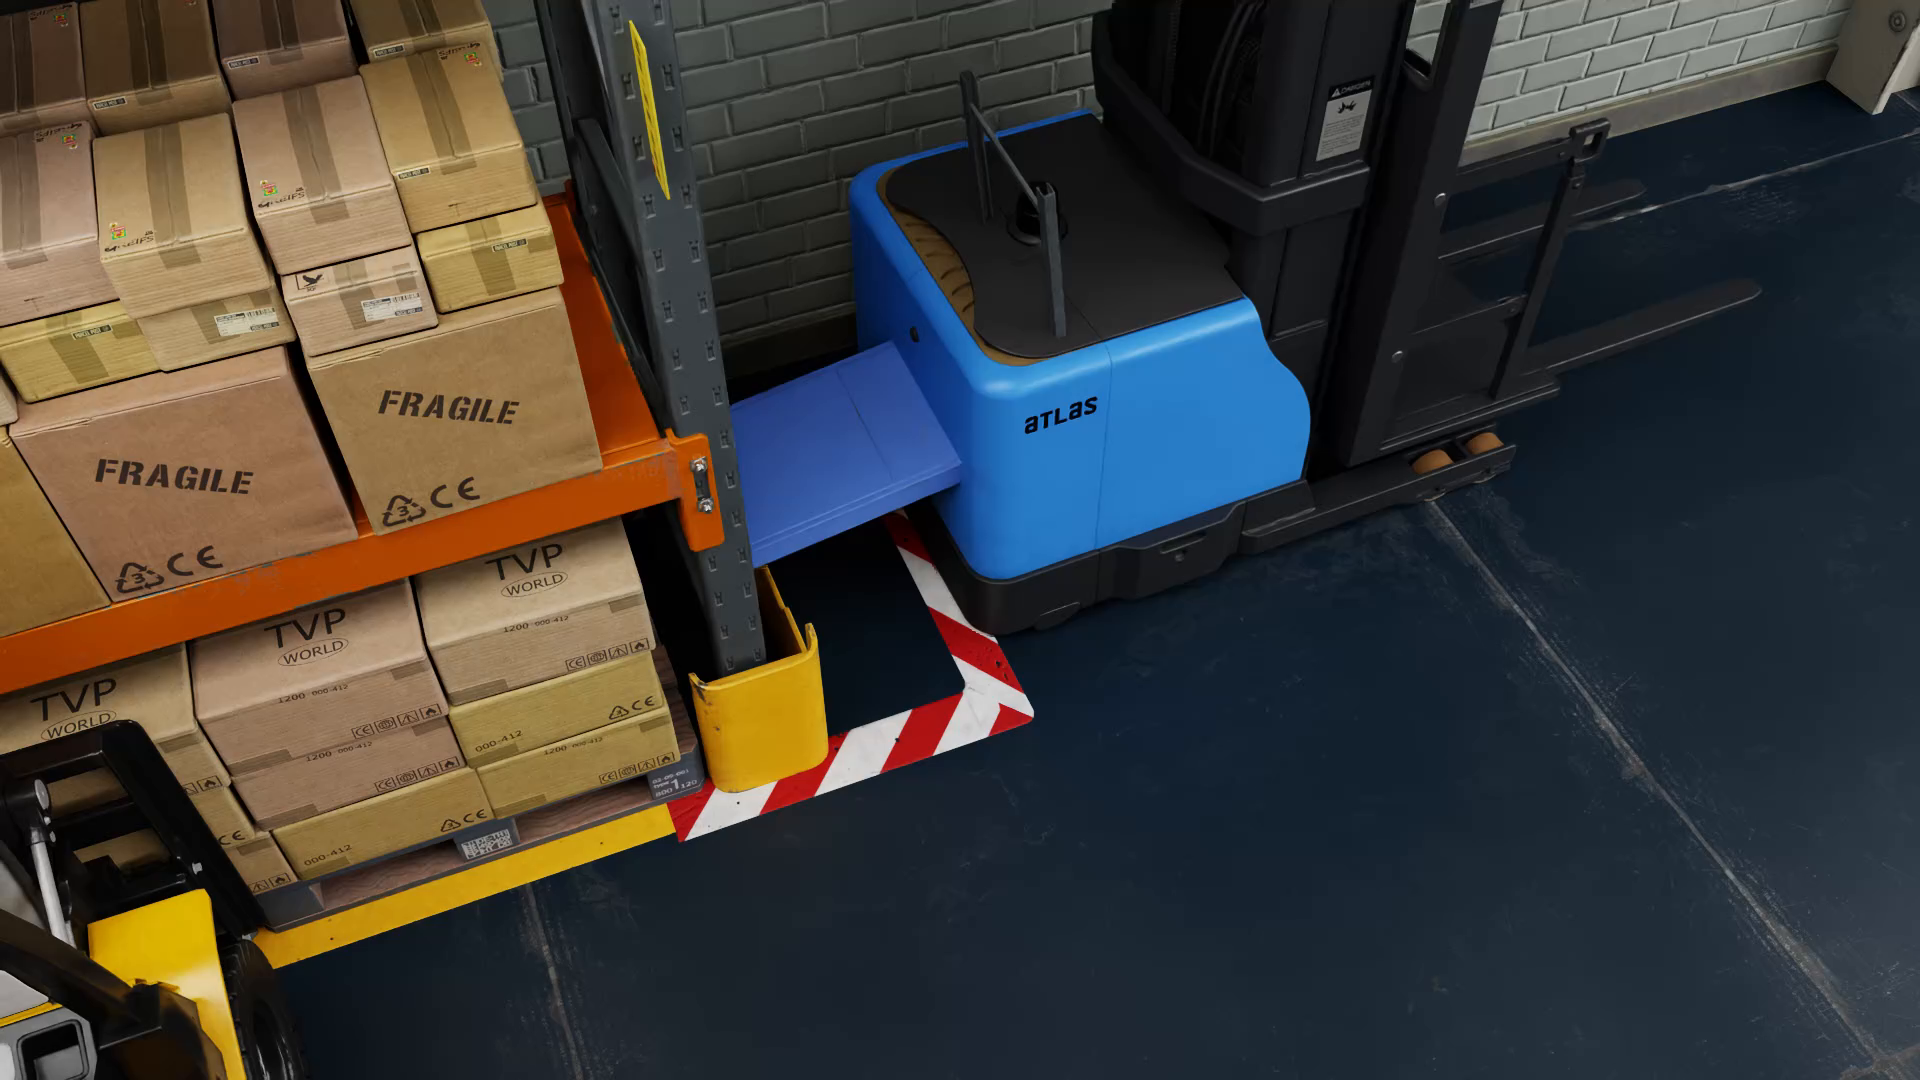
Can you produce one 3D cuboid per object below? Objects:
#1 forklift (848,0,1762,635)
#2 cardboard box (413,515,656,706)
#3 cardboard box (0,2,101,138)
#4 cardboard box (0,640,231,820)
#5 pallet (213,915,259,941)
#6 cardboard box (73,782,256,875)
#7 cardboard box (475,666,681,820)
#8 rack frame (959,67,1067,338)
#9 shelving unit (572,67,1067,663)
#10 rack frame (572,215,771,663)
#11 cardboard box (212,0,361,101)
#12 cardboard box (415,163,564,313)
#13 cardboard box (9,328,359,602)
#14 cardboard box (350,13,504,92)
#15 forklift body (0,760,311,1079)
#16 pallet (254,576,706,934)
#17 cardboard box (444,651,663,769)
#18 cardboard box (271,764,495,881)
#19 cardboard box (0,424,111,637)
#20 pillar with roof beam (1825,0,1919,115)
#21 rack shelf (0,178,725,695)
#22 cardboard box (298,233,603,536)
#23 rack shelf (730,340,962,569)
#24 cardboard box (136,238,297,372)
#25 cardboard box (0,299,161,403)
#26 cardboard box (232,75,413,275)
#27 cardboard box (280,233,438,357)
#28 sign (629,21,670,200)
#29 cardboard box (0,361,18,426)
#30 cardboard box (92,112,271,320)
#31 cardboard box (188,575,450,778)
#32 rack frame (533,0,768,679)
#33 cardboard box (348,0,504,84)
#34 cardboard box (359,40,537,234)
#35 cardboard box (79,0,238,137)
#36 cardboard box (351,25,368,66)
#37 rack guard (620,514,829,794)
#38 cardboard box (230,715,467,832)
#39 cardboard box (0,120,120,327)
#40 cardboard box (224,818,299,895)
[{"bbox_3d":[1.230,-1.430,4.546,3.031,2.935,1.130,-19,52,-15],"label":"forklift"},{"bbox_3d":[-1.064,0.077,4.083,0.500,0.250,0.500,-16,51,-13],"label":"cardboard box"},{"bbox_3d":[-1.876,-0.904,3.360,0.250,0.149,0.380,-17,51,-14],"label":"cardboard box"},{"bbox_3d":[-1.998,0.379,3.823,0.500,0.250,0.500,-17,51,-14],"label":"cardboard box"},{"bbox_3d":[-2.576,0.797,4.426,1.213,0.211,1.003,-17,52,-14],"label":"pallet"},{"bbox_3d":[-2.027,0.547,4.009,0.500,0.250,0.500,-18,52,-15],"label":"cardboard box"},{"bbox_3d":[-1.071,0.408,4.458,0.500,0.250,0.500,-17,51,-14],"label":"cardboard box"},{"bbox_3d":[0.188,-0.572,4.614,0.032,1.500,0.500,-23,57,-8],"label":"rack frame"},{"bbox_3d":[-0.275,-0.375,4.543,1.048,1.500,0.538,-23,57,-8],"label":"shelving unit"},{"bbox_3d":[-0.738,-0.178,4.471,0.032,1.500,0.500,-23,57,-8],"label":"rack frame"},{"bbox_3d":[-1.417,-1.069,3.502,0.250,0.149,0.380,-16,51,-13],"label":"cardboard box"},{"bbox_3d":[-0.971,-0.655,3.342,0.250,0.149,0.380,-17,51,-14],"label":"cardboard box"},{"bbox_3d":[-1.596,-0.272,3.440,0.500,0.500,0.500,-16,51,-13],"label":"cardboard box"},{"bbox_3d":[-1.168,-1.036,3.669,0.250,0.149,0.380,-18,52,-15],"label":"cardboard box"},{"bbox_3d":[-1.822,1.394,2.635,1.214,2.155,2.313,-17,52,-14],"label":"forklift body"},{"bbox_3d":[-1.448,0.450,4.724,1.213,0.211,1.003,-17,52,-14],"label":"pallet"},{"bbox_3d":[-1.088,0.248,4.266,0.500,0.250,0.500,-18,52,-15],"label":"cardboard box"},{"bbox_3d":[-1.535,0.544,4.341,0.500,0.250,0.500,-17,52,-14],"label":"cardboard box"},{"bbox_3d":[-2.070,-0.125,3.314,0.500,0.500,0.500,-18,52,-15],"label":"cardboard box"},{"bbox_3d":[5.441,-1.793,0.858,0.400,9.000,9.100,-17,52,-14],"label":"pillar with roof beam"},{"bbox_3d":[-2.607,0.101,3.660,4.000,0.370,1.077,-17,52,-14],"label":"rack shelf"},{"bbox_3d":[-1.112,-0.414,3.563,0.500,0.500,0.500,-18,52,-15],"label":"cardboard box"},{"bbox_3d":[-0.256,-0.276,4.692,1.000,0.185,0.538,-23,57,-8],"label":"rack shelf"},{"bbox_3d":[-1.460,-0.529,3.234,0.250,0.149,0.380,-16,51,-14],"label":"cardboard box"},{"bbox_3d":[-1.693,-0.466,3.180,0.250,0.149,0.380,-18,52,-15],"label":"cardboard box"},{"bbox_3d":[-1.224,-0.705,3.188,0.250,0.149,0.380,-17,51,-14],"label":"cardboard box"},{"bbox_3d":[-1.196,-0.561,3.261,0.250,0.149,0.380,-16,51,-14],"label":"cardboard box"},{"bbox_3d":[-0.564,-0.777,3.020,0.005,0.325,0.100,-17,52,-14],"label":"sign"},{"bbox_3d":[-1.923,-0.356,3.085,0.250,0.149,0.380,-19,52,-15],"label":"cardboard box"},{"bbox_3d":[-1.456,-0.611,3.108,0.250,0.149,0.380,-16,51,-13],"label":"cardboard box"},{"bbox_3d":[-1.535,0.228,3.954,0.500,0.250,0.500,-16,51,-14],"label":"cardboard box"},{"bbox_3d":[-0.756,-0.707,3.880,0.127,3.000,1.000,-17,52,-14],"label":"rack frame"},{"bbox_3d":[-1.148,-1.102,3.529,0.250,0.149,0.380,-18,52,-15],"label":"cardboard box"},{"bbox_3d":[-1.008,-0.797,3.268,0.250,0.149,0.380,-17,51,-14],"label":"cardboard box"},{"bbox_3d":[-1.642,-0.965,3.412,0.250,0.149,0.380,-16,51,-14],"label":"cardboard box"},{"bbox_3d":[-1.372,-0.921,3.570,0.250,0.149,0.380,-17,52,-14],"label":"cardboard box"},{"bbox_3d":[-0.734,0.100,4.834,0.348,0.500,1.175,-17,52,-14],"label":"rack guard"},{"bbox_3d":[-1.557,0.384,4.149,0.500,0.250,0.500,-18,52,-15],"label":"cardboard box"},{"bbox_3d":[-1.715,-0.592,3.091,0.250,0.149,0.380,-17,51,-14],"label":"cardboard box"},{"bbox_3d":[-2.002,0.682,4.223,0.500,0.250,0.500,-17,51,-14],"label":"cardboard box"}]
